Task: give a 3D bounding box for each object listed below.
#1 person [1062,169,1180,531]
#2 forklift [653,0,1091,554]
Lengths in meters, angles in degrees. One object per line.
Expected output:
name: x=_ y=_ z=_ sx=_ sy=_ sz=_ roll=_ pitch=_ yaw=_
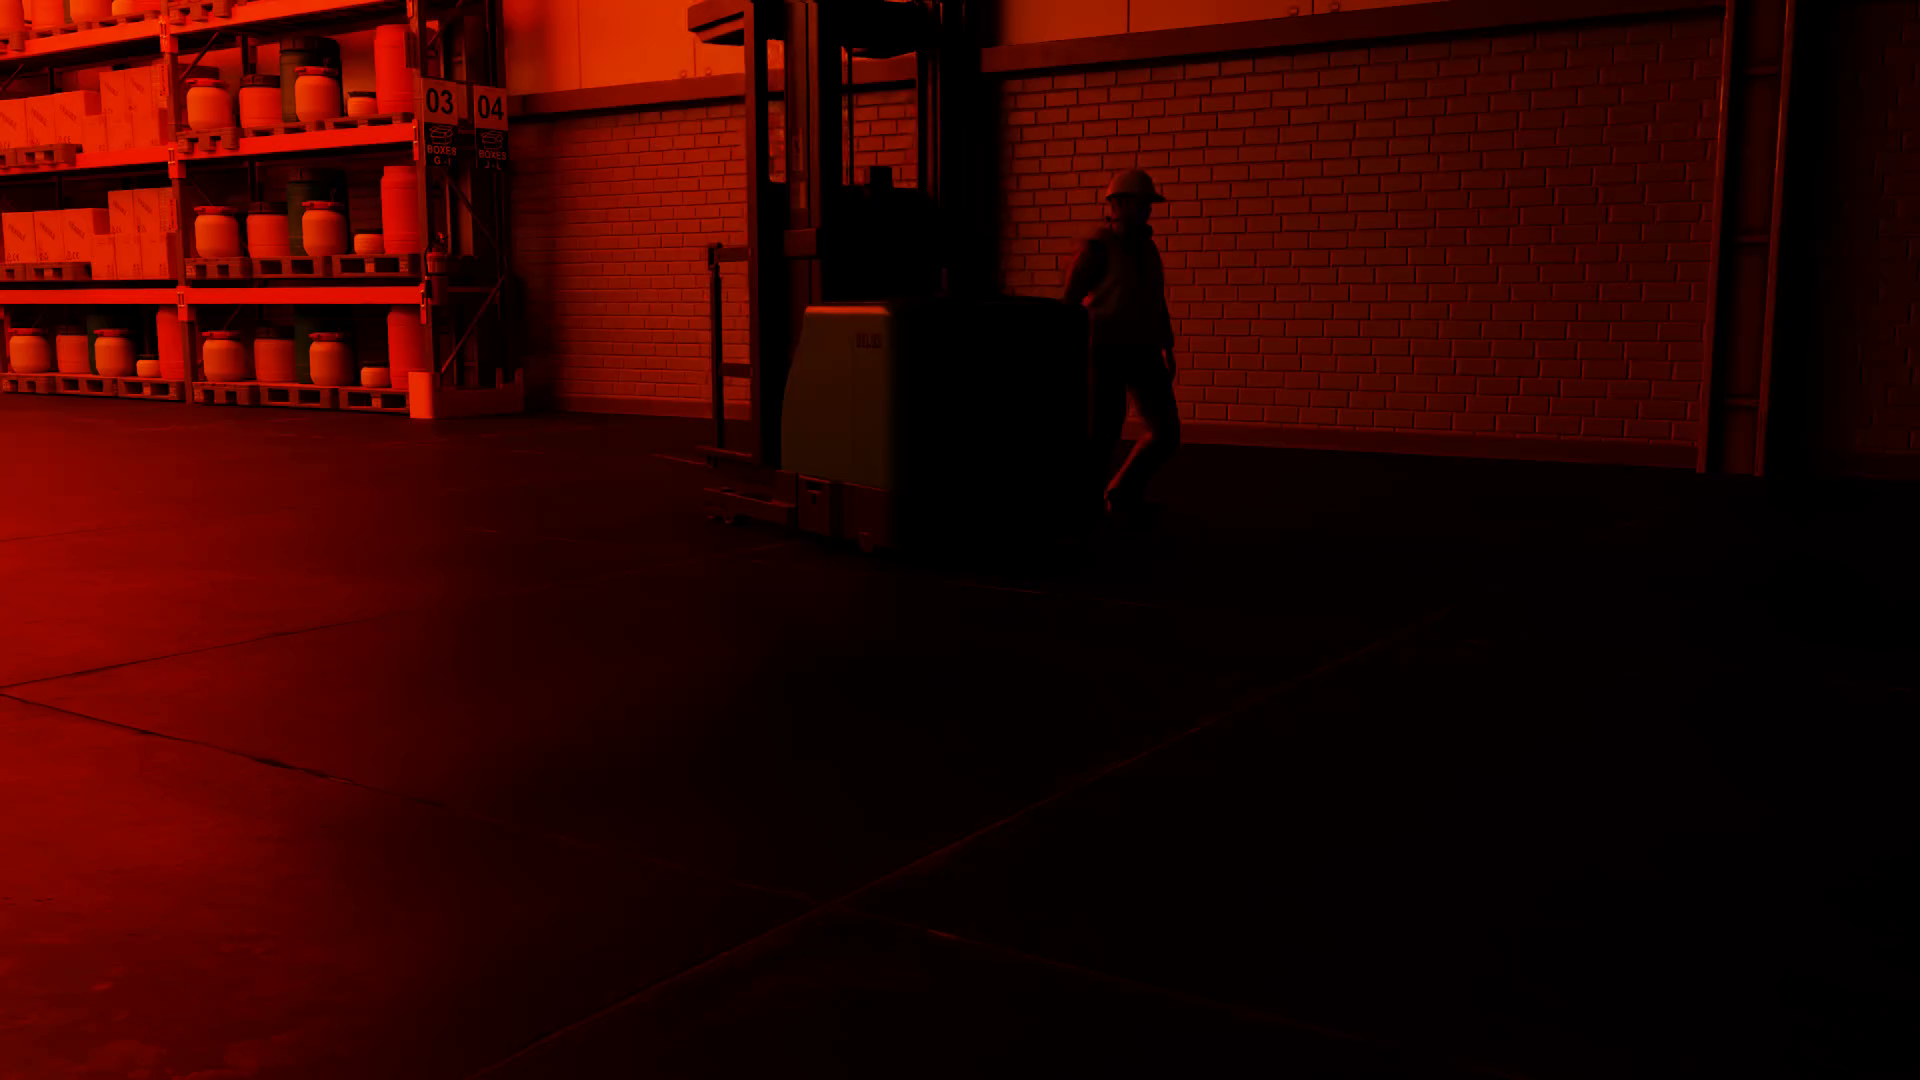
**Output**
person: x=0.789 y=-0.929 z=8.084 sx=0.757 sy=1.727 sz=0.453 roll=-5 pitch=10 yaw=-33
forklift: x=-0.638 y=-1.558 z=8.146 sx=1.130 sy=2.935 sz=3.031 roll=-5 pitch=10 yaw=-32
